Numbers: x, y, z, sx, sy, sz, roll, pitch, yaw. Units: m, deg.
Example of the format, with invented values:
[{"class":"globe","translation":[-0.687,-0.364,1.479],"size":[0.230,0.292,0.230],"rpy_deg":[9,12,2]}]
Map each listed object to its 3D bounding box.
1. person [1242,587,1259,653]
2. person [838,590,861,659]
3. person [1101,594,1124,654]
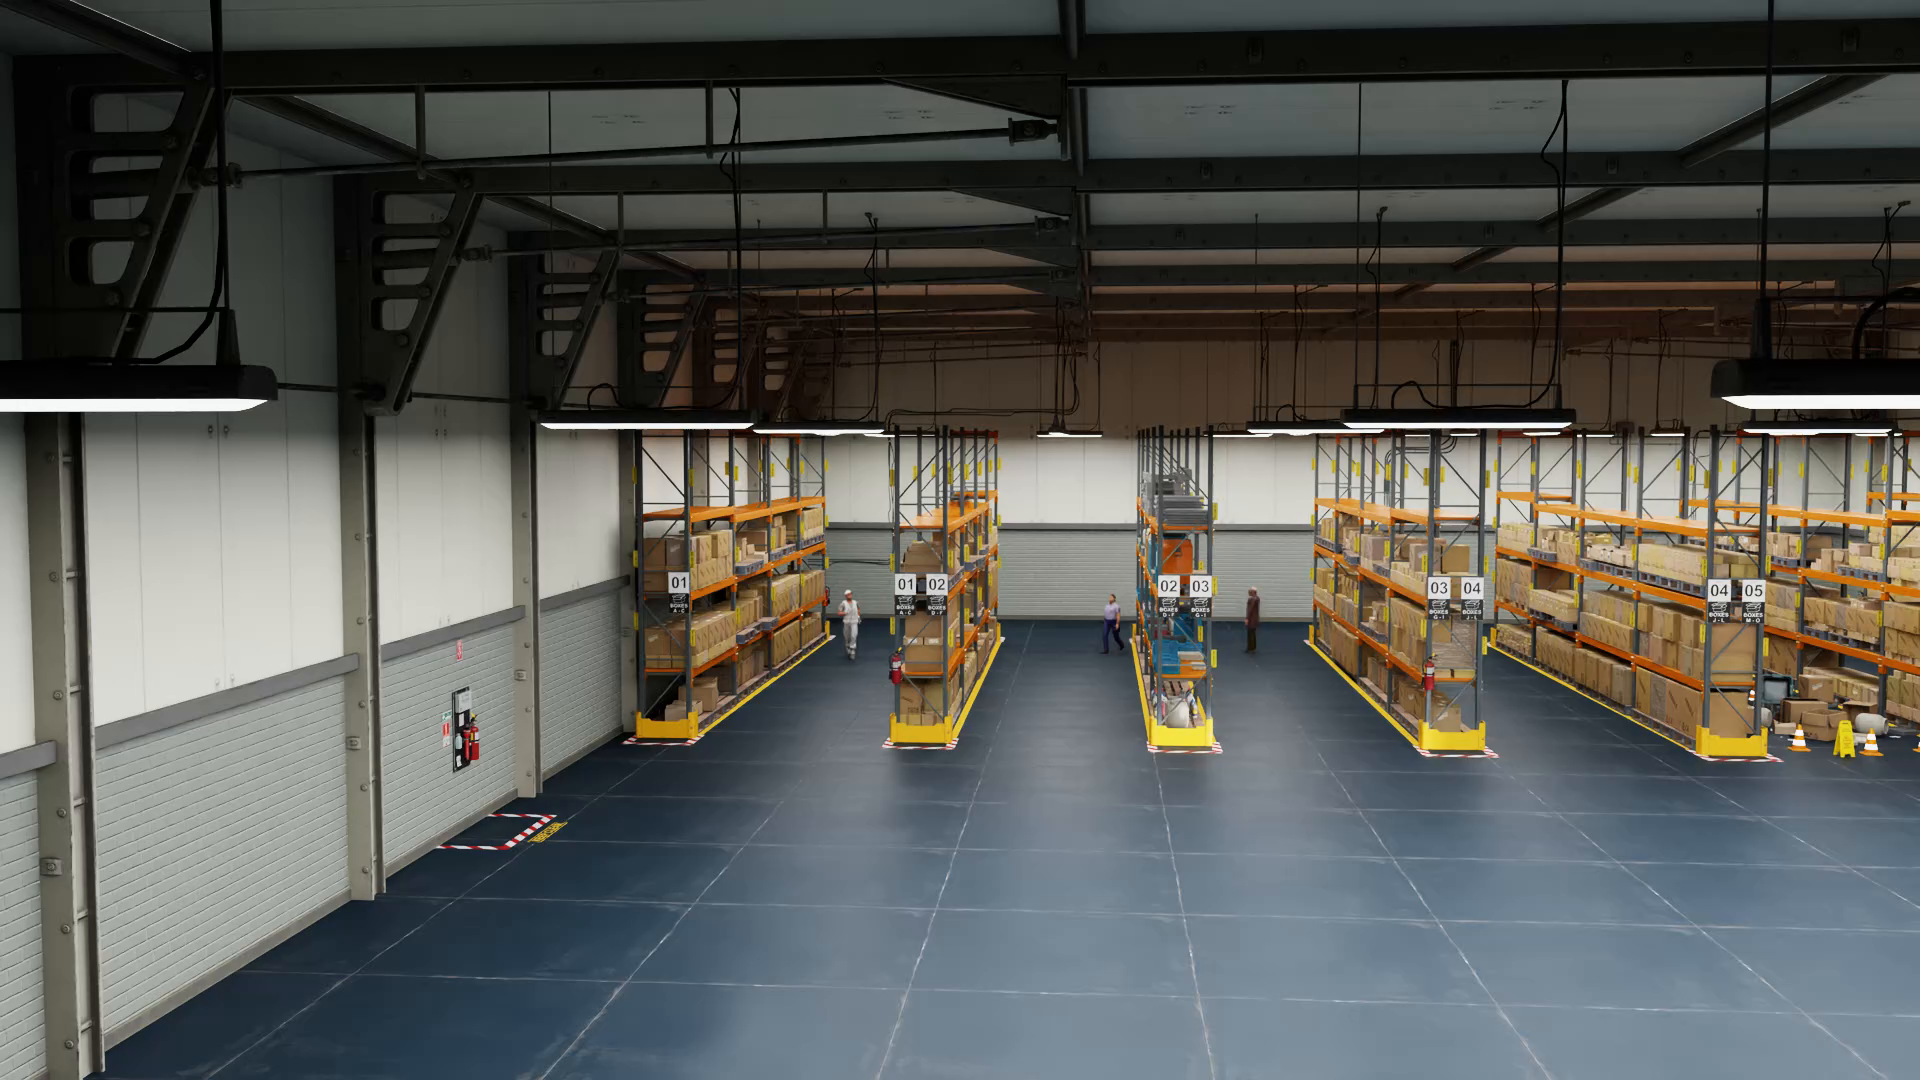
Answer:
[{"class":"person","translation":[7.799,2.166,44.760],"size":[0.443,1.820,0.636],"rpy_deg":[1,4,20]},{"class":"person","translation":[-2.900,2.200,43.583],"size":[0.591,1.769,0.885],"rpy_deg":[0,3,1]},{"class":"person","translation":[4.058,2.242,44.486],"size":[0.523,1.599,0.845],"rpy_deg":[2,4,28]}]
